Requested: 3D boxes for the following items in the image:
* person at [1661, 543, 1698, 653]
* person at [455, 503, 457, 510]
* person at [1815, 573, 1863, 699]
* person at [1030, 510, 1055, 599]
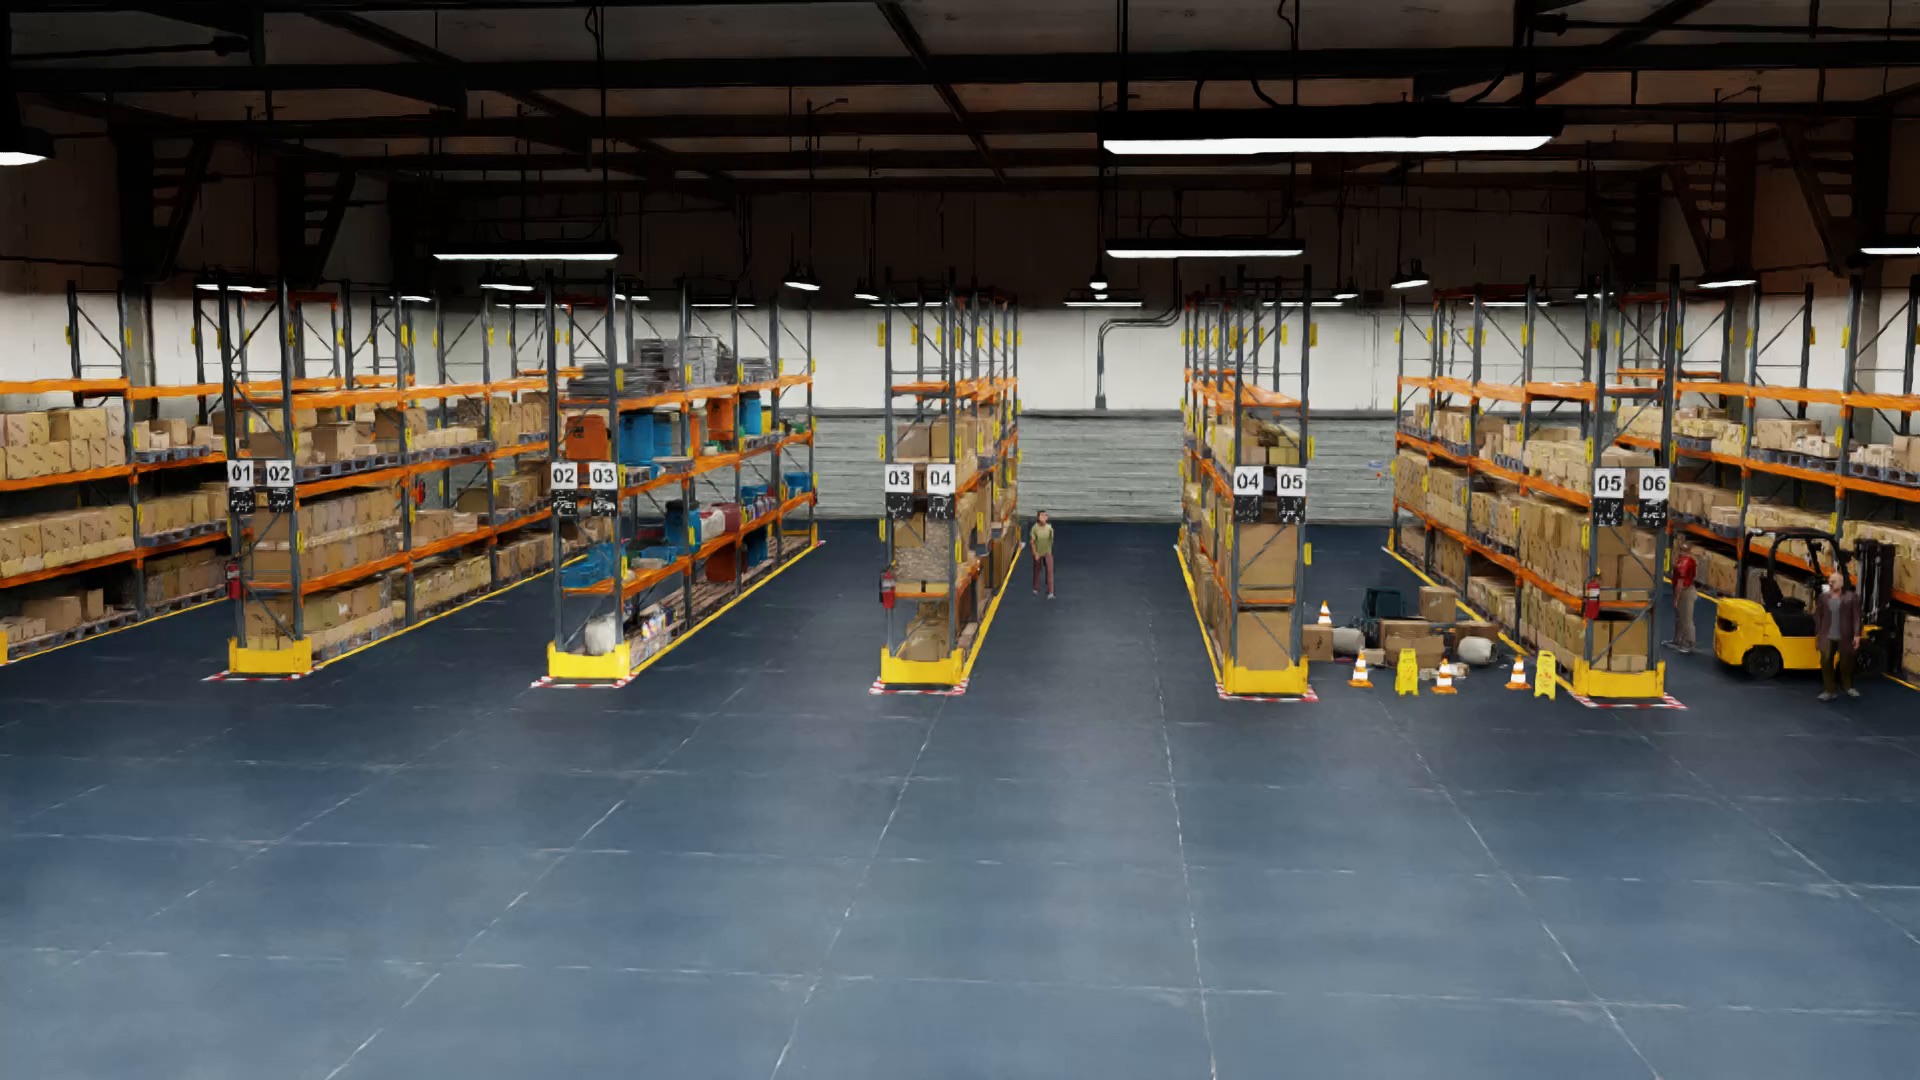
[{"bbox_3d":[11.558,0.904,26.654,0.584,1.717,0.654,5,9,36],"label":"person"},{"bbox_3d":[-10.932,-0.325,36.900,0.577,1.691,1.121,1,7,7],"label":"person"},{"bbox_3d":[12.239,1.325,23.158,0.611,1.768,0.632,6,9,41],"label":"person"},{"bbox_3d":[1.485,0.241,30.272,0.445,1.603,1.014,0,7,-4],"label":"person"}]
